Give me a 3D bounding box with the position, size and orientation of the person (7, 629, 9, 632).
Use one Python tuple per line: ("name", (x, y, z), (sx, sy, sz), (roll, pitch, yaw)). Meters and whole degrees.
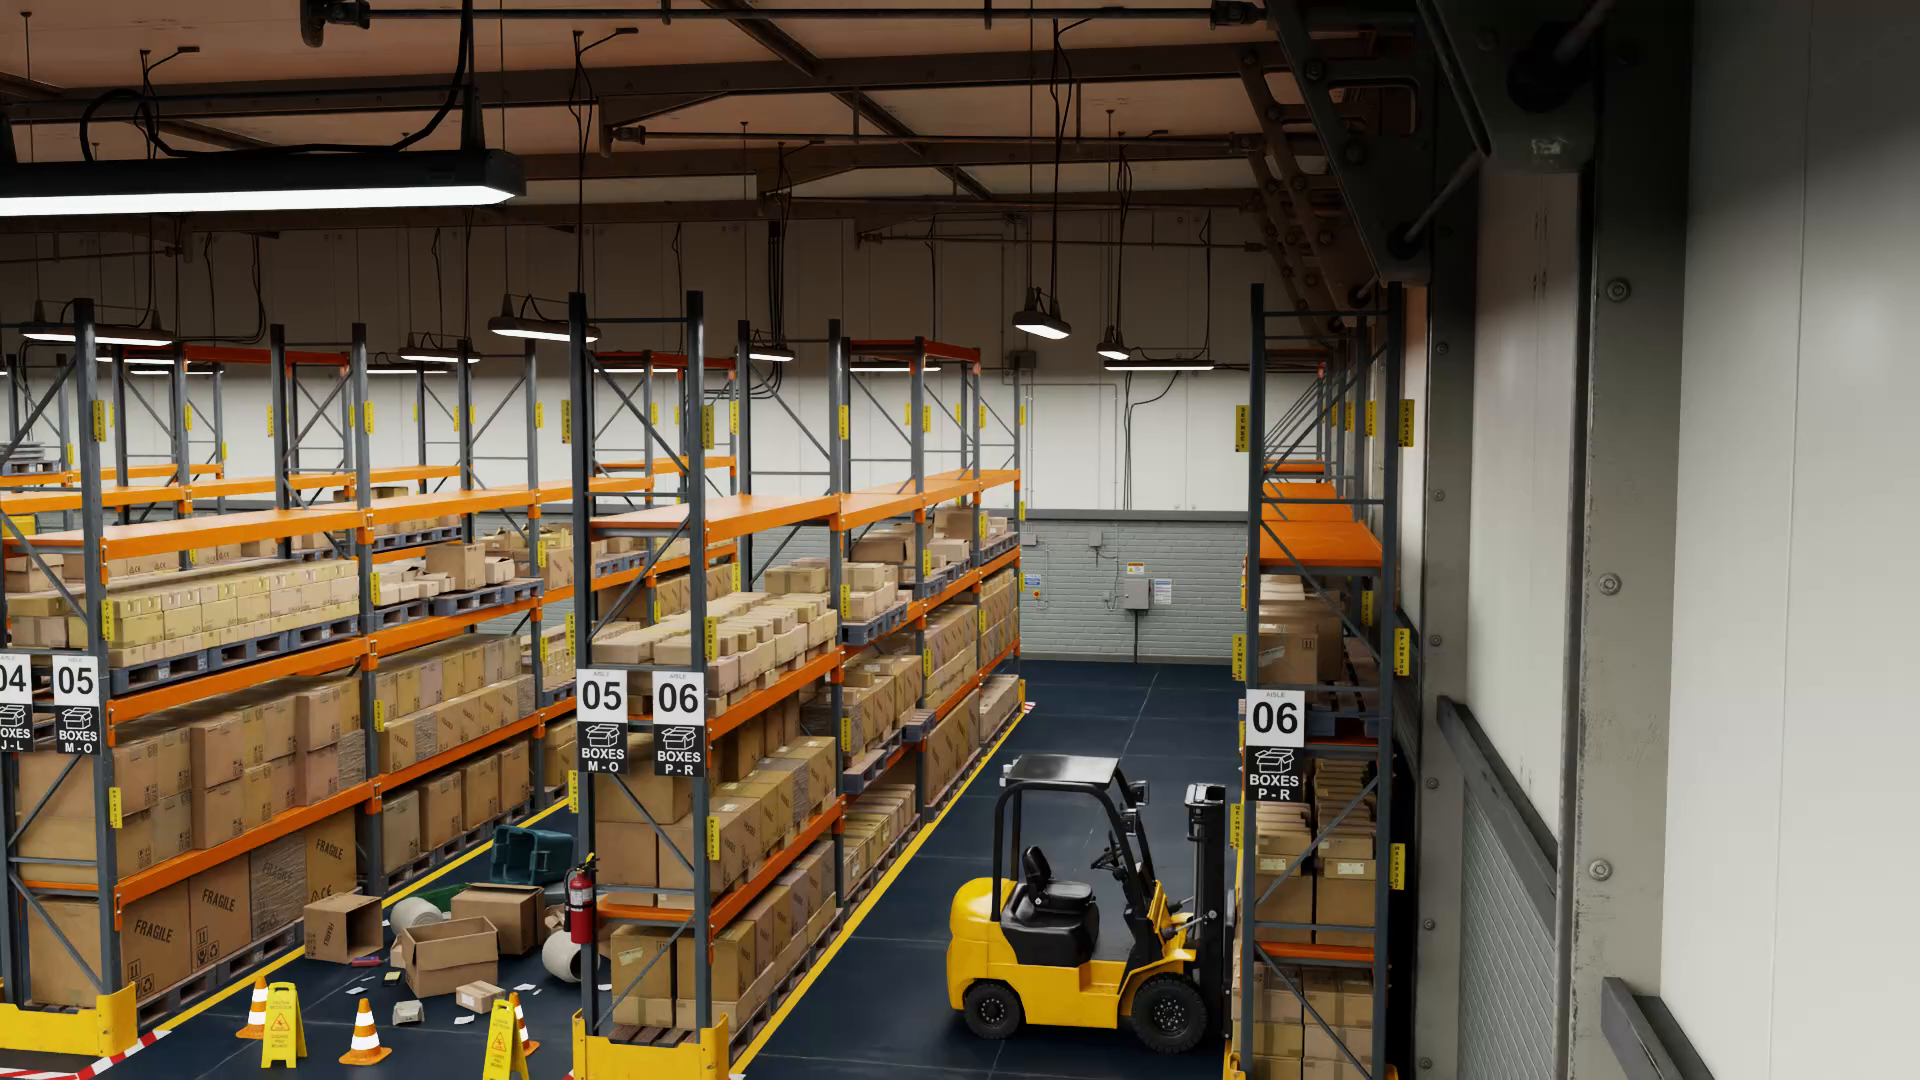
("person", (-18.796, 1.706, 32.980), (0.794, 1.687, 0.599), (1, 5, 12))
